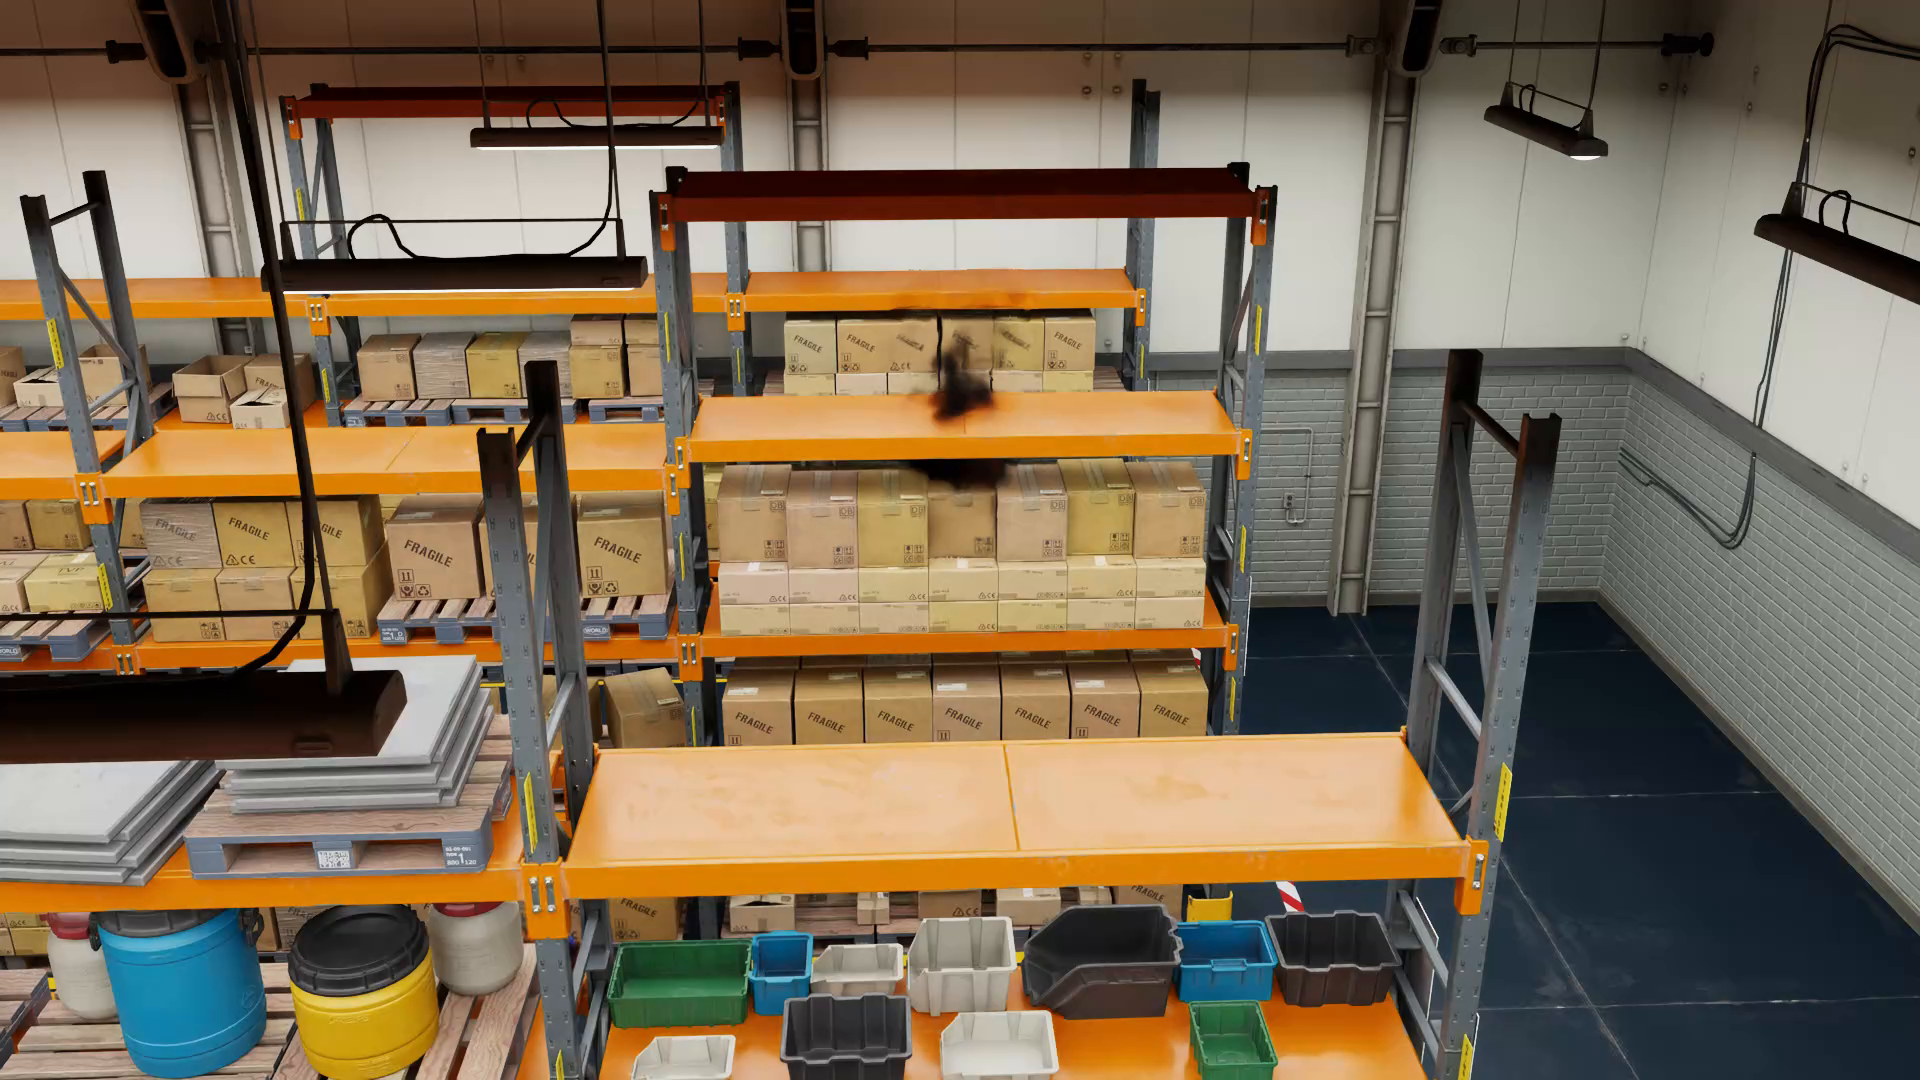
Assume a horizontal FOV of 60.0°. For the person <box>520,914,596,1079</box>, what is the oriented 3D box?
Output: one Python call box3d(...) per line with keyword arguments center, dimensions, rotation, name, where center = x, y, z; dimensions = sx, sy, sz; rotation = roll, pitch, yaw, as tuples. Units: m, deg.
box3d(center=(-2.768, 3.194, 11.117), dimensions=(0.801, 1.690, 0.536), rotation=(-5, 23, -13), name="person")
